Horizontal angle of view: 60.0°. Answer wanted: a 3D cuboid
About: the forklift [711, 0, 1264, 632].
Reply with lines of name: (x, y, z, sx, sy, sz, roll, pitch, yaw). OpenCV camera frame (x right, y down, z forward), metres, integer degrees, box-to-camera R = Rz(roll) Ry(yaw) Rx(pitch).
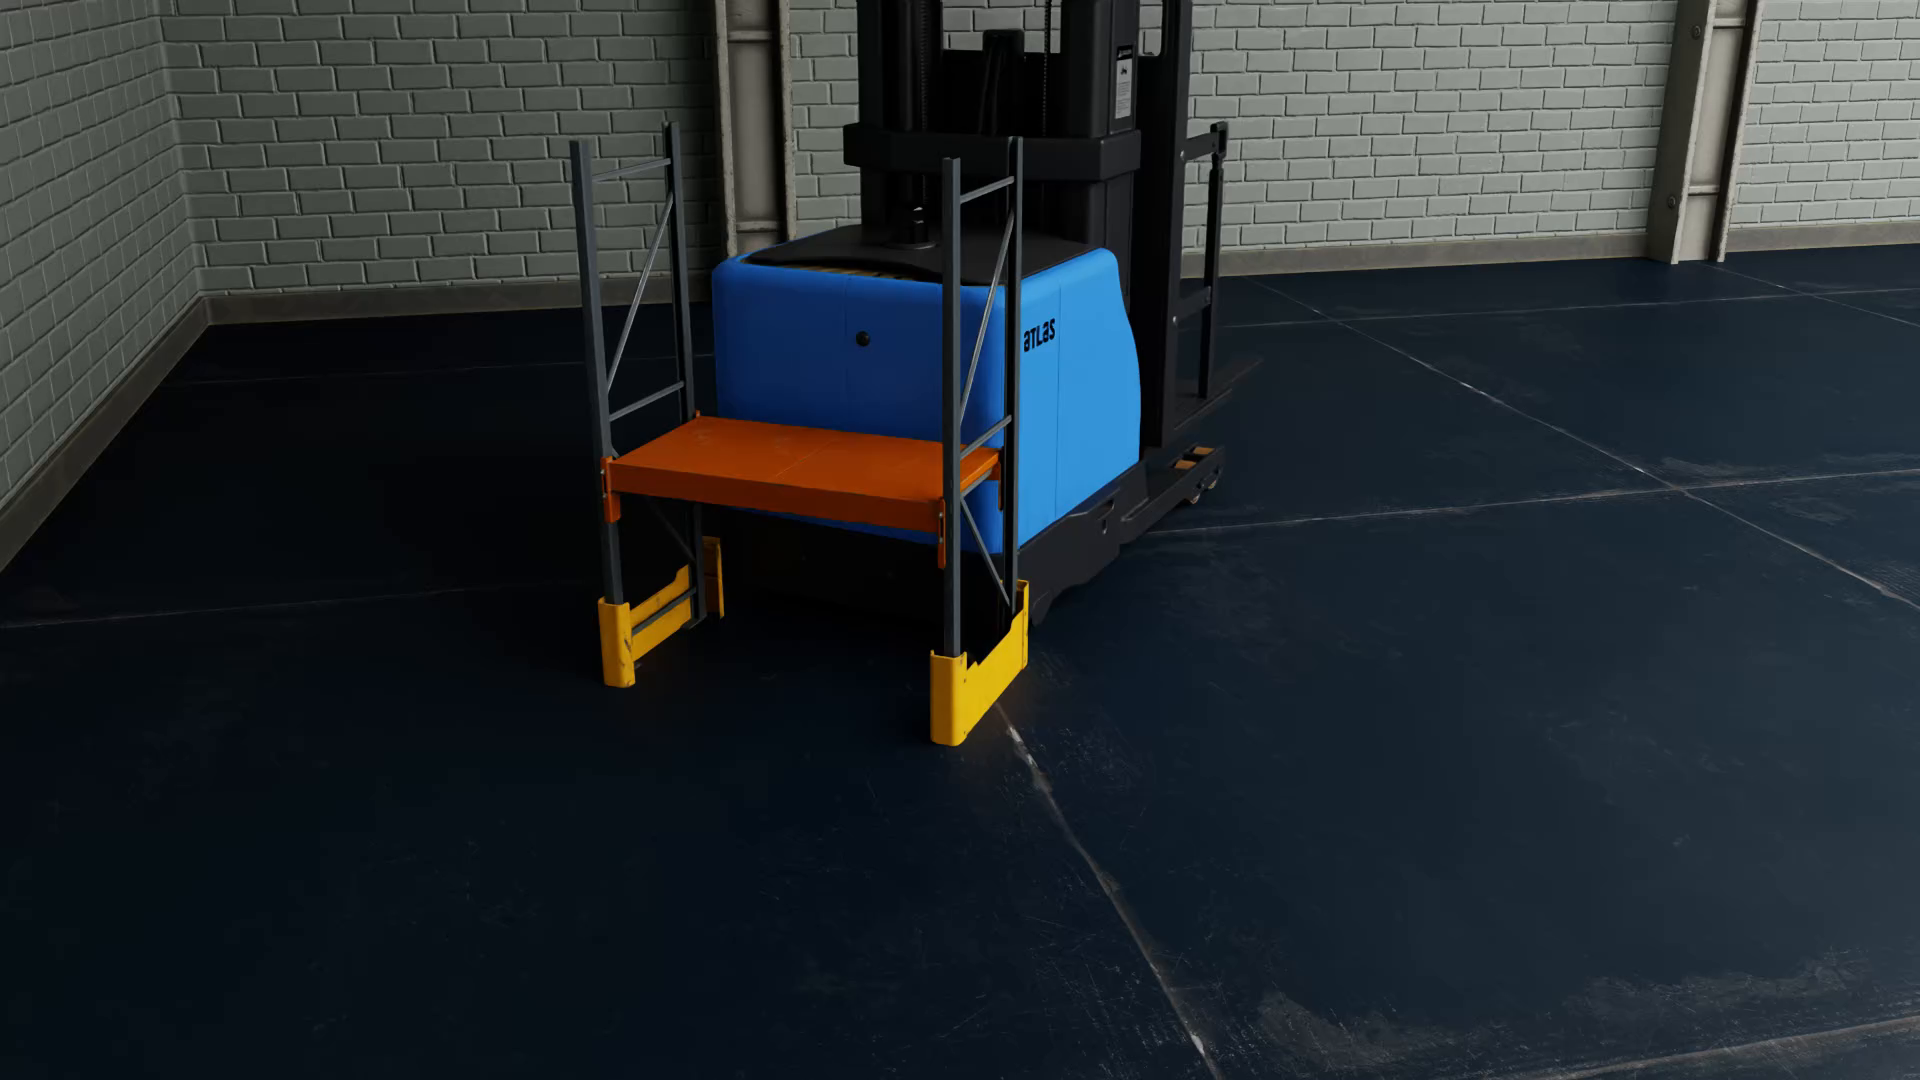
forklift: (0.358, -1.570, 5.840, 1.130, 2.935, 3.031, 10, 22, 25)

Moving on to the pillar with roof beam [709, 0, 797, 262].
pillar with roof beam: (-0.147, -4.141, 4.037, 0.400, 9.000, 9.100, -5, 21, -12)

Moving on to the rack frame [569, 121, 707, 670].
rack frame: (-0.889, -0.388, 4.692, 0.032, 1.500, 0.500, 8, 21, 20)

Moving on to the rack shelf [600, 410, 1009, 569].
rack shelf: (-0.414, -0.156, 4.583, 1.000, 0.185, 0.538, 8, 21, 20)

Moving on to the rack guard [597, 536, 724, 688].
rack guard: (-0.871, 0.202, 4.900, 0.087, 0.250, 0.587, 8, 21, 20)

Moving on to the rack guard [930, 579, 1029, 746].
rack guard: (0.059, 0.324, 4.565, 0.087, 0.250, 0.587, 8, 21, 20)

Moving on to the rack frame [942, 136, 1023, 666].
rack frame: (0.060, -0.262, 4.350, 0.032, 1.500, 0.500, 8, 21, 20)

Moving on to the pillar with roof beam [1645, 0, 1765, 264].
pillar with roof beam: (5.692, -4.616, 5.334, 0.400, 9.000, 9.100, -5, 21, -12)

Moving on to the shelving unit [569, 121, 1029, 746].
shelving unit: (-0.406, -0.324, 4.518, 1.083, 1.500, 0.587, 8, 21, 20)
